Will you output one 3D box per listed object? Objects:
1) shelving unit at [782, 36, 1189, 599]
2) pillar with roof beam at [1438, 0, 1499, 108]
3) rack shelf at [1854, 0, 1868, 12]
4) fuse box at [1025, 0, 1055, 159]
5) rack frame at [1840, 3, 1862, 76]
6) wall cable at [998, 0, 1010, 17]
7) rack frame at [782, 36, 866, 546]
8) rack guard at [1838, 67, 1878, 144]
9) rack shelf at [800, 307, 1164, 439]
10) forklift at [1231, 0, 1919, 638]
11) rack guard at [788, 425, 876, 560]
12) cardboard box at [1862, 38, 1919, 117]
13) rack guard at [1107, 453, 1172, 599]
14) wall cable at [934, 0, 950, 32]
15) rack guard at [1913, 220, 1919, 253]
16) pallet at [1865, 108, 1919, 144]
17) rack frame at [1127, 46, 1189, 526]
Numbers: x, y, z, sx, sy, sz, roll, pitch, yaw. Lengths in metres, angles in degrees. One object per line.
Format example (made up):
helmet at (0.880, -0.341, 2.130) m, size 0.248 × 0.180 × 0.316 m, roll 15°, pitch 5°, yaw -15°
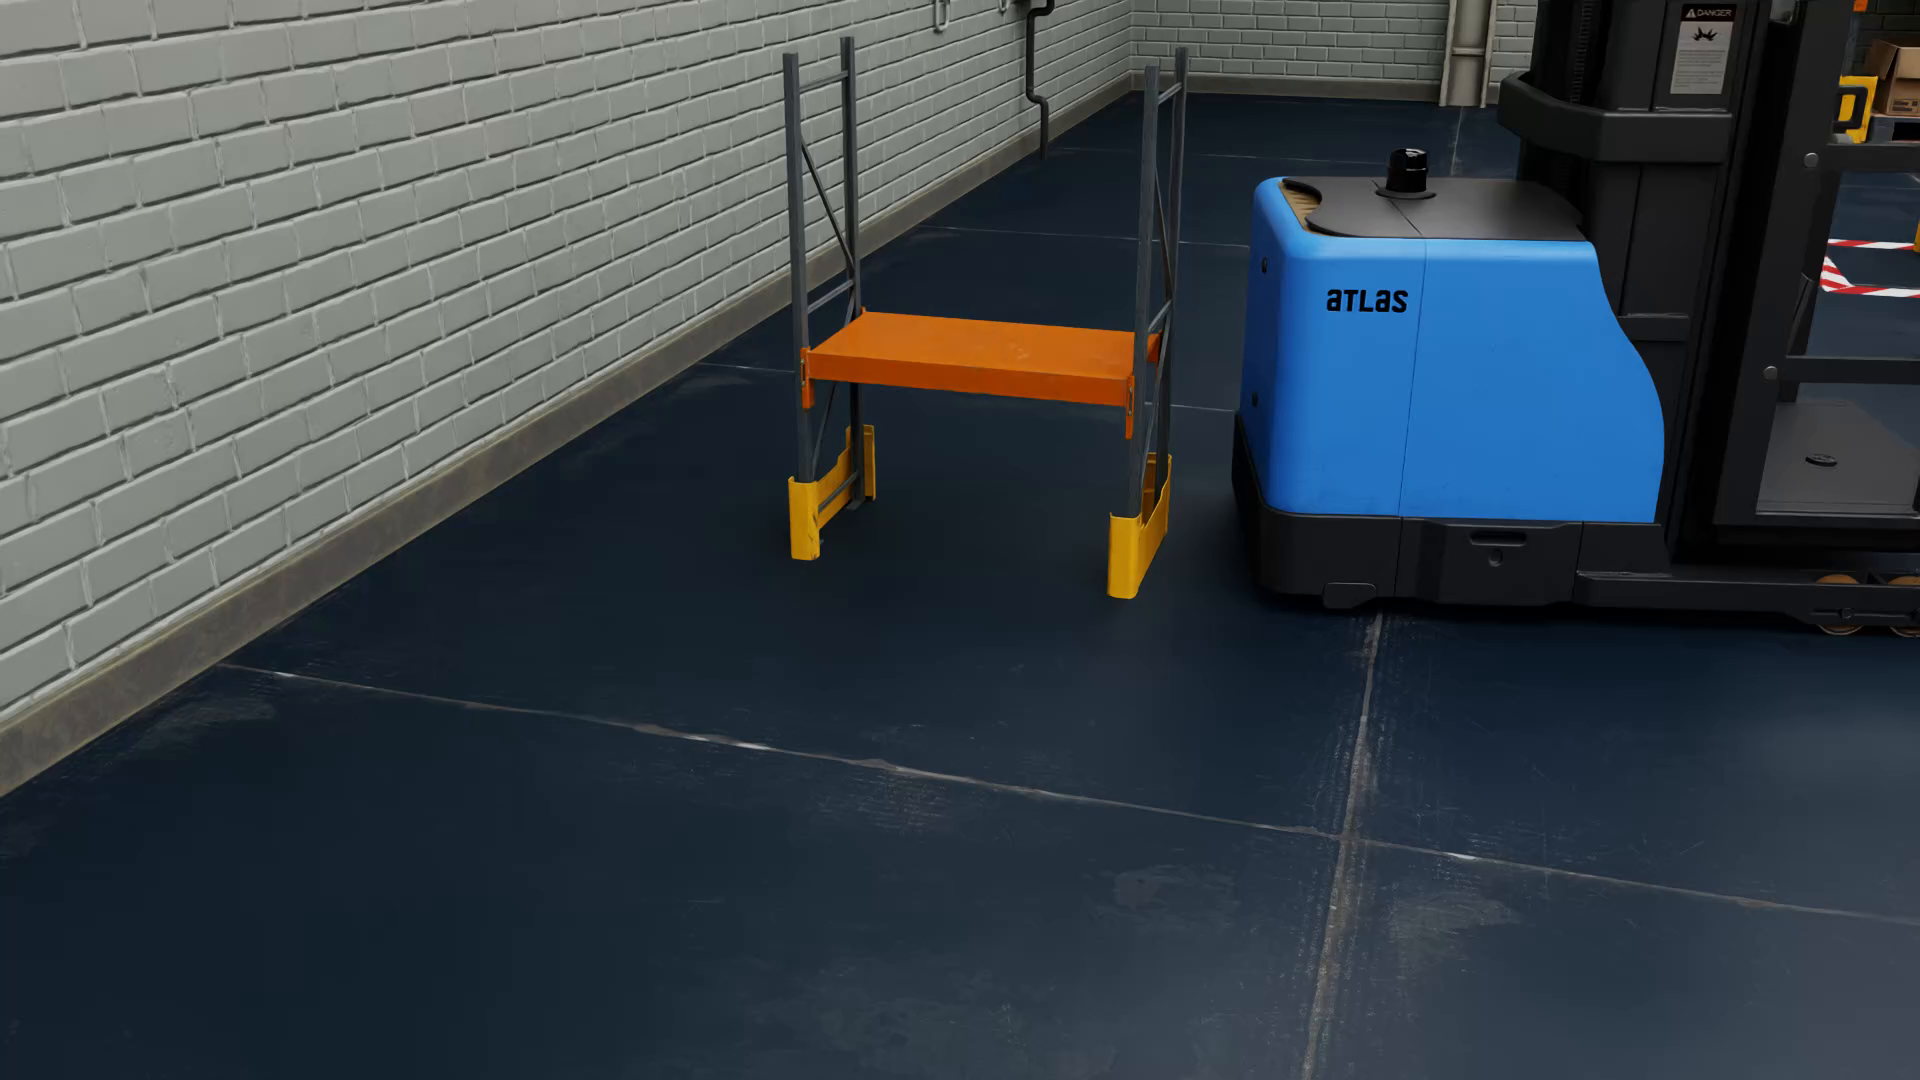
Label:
shelving unit at (0.073, -0.686, 4.965) m, size 1.083 × 1.500 × 0.587 m, roll 7°, pitch 23°, yaw 16°
pillar with roof beam at (3.161, -6.416, 9.054) m, size 0.400 × 9.000 × 9.100 m, roll 7°, pitch 23°, yaw 16°
rack shelf at (8.640, -4.029, 12.089) m, size 4.000 × 0.370 × 1.077 m, roll 7°, pitch 23°, yaw 16°
fuse box at (0.637, -3.538, 11.641) m, size 0.414 × 1.711 × 0.539 m, roll 7°, pitch 23°, yaw 16°
rack frame at (6.725, -4.581, 12.487) m, size 0.127 × 3.000 × 1.000 m, roll 7°, pitch 23°, yaw 16°
wall cable at (0.289, -4.374, 10.642) m, size 0.122 × 1.984 × 0.588 m, roll 7°, pitch 23°, yaw 16°
rack frame at (-0.405, -0.740, 5.098) m, size 0.032 × 1.500 × 0.500 m, roll 7°, pitch 23°, yaw 16°
rack guard at (6.798, -3.417, 12.941) m, size 0.348 × 0.500 × 1.175 m, roll 7°, pitch 23°, yaw 16°
rack shelf at (0.082, -0.518, 5.031) m, size 1.000 × 0.185 × 0.538 m, roll 7°, pitch 23°, yaw 16°
forklift at (2.392, -1.296, 4.566) m, size 3.031 × 2.935 × 1.130 m, roll 2°, pitch 22°, yaw 4°
rack guard at (-0.404, -0.162, 5.335) m, size 0.087 × 0.250 × 0.587 m, roll 7°, pitch 23°, yaw 16°
cardboard box at (7.284, -3.519, 12.633) m, size 0.637 × 0.503 × 0.797 m, roll 6°, pitch 23°, yaw 13°
rack guard at (0.550, -0.053, 5.069) m, size 0.087 × 0.250 × 0.587 m, roll 7°, pitch 23°, yaw 16°
wall cable at (-0.110, -3.872, 9.376) m, size 0.123 × 1.953 × 0.585 m, roll 7°, pitch 23°, yaw 16°
rack guard at (5.272, -1.624, 8.570) m, size 0.348 × 0.500 × 1.175 m, roll 7°, pitch 23°, yaw 16°
pallet at (7.562, -3.196, 12.783) m, size 1.213 × 0.211 × 1.003 m, roll 7°, pitch 23°, yaw 16°
rack frame at (0.568, -0.629, 4.827) m, size 0.032 × 1.500 × 0.500 m, roll 7°, pitch 23°, yaw 16°
